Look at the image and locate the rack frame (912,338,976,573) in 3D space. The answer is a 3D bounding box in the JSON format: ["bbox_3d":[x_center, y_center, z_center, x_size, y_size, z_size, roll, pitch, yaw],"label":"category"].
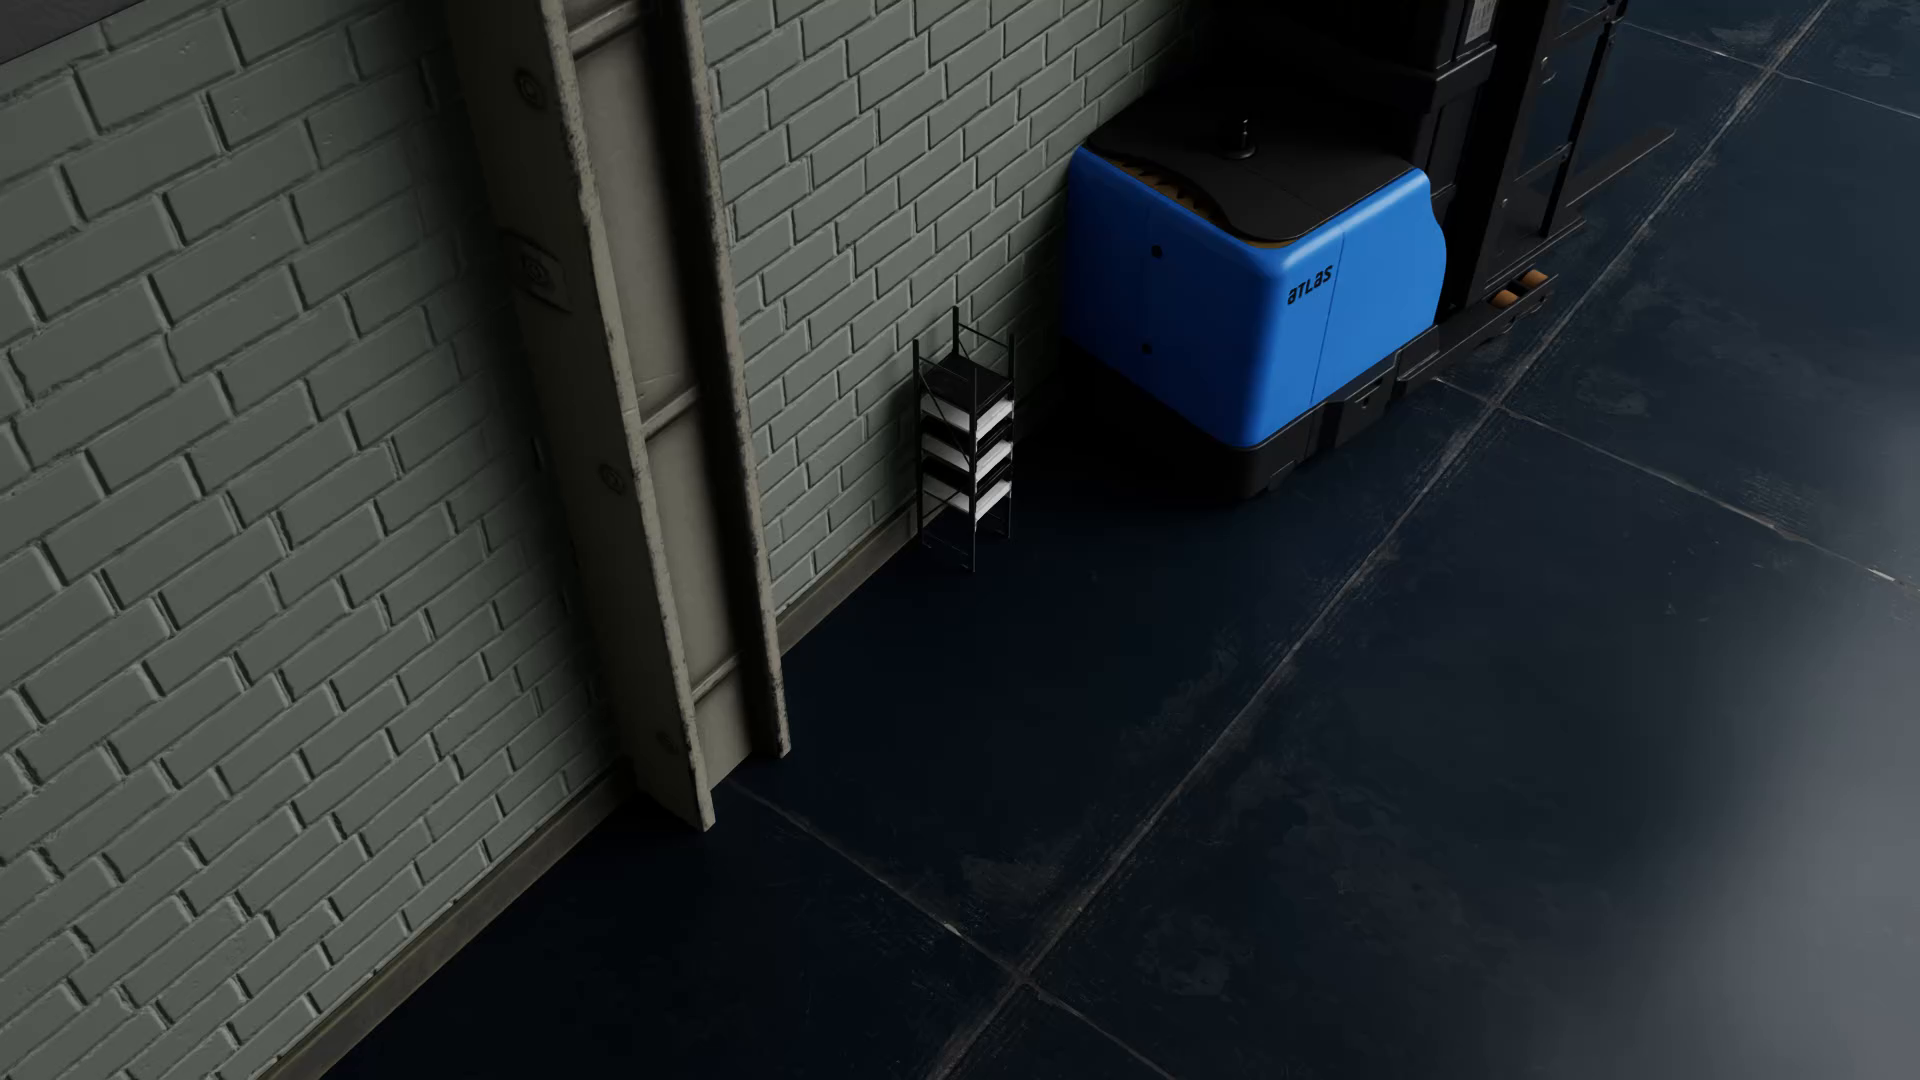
[{"bbox_3d":[-0.048,-0.254,5.370,0.240,0.900,0.006,29,53,25],"label":"rack frame"}]

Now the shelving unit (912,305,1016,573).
[{"bbox_3d":[0.013,-0.312,5.426,0.258,0.900,0.210,29,53,25],"label":"shelving unit"}]

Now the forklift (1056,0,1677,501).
[{"bbox_3d":[1.723,-2.077,5.707,3.031,2.935,1.130,-33,55,-27],"label":"forklift"}]

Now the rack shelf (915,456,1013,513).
[{"bbox_3d":[0.013,-0.227,5.515,0.258,0.077,0.200,29,53,25],"label":"rack shelf"}]

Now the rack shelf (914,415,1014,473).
[{"bbox_3d":[0.013,-0.352,5.385,0.258,0.077,0.200,29,53,25],"label":"rack shelf"}]

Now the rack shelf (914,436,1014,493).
[{"bbox_3d":[0.013,-0.289,5.450,0.258,0.077,0.200,29,53,25],"label":"rack shelf"}]

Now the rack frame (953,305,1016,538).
[{"bbox_3d":[0.074,-0.371,5.482,0.240,0.900,0.006,29,53,25],"label":"rack frame"}]

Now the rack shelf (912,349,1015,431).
[{"bbox_3d":[0.013,-0.476,5.255,0.258,0.077,0.200,29,53,25],"label":"rack shelf"}]

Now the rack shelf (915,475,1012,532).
[{"bbox_3d":[0.013,-0.165,5.580,0.258,0.077,0.200,29,53,25],"label":"rack shelf"}]

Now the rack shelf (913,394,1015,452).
[{"bbox_3d":[0.013,-0.414,5.320,0.258,0.077,0.200,29,53,25],"label":"rack shelf"}]
